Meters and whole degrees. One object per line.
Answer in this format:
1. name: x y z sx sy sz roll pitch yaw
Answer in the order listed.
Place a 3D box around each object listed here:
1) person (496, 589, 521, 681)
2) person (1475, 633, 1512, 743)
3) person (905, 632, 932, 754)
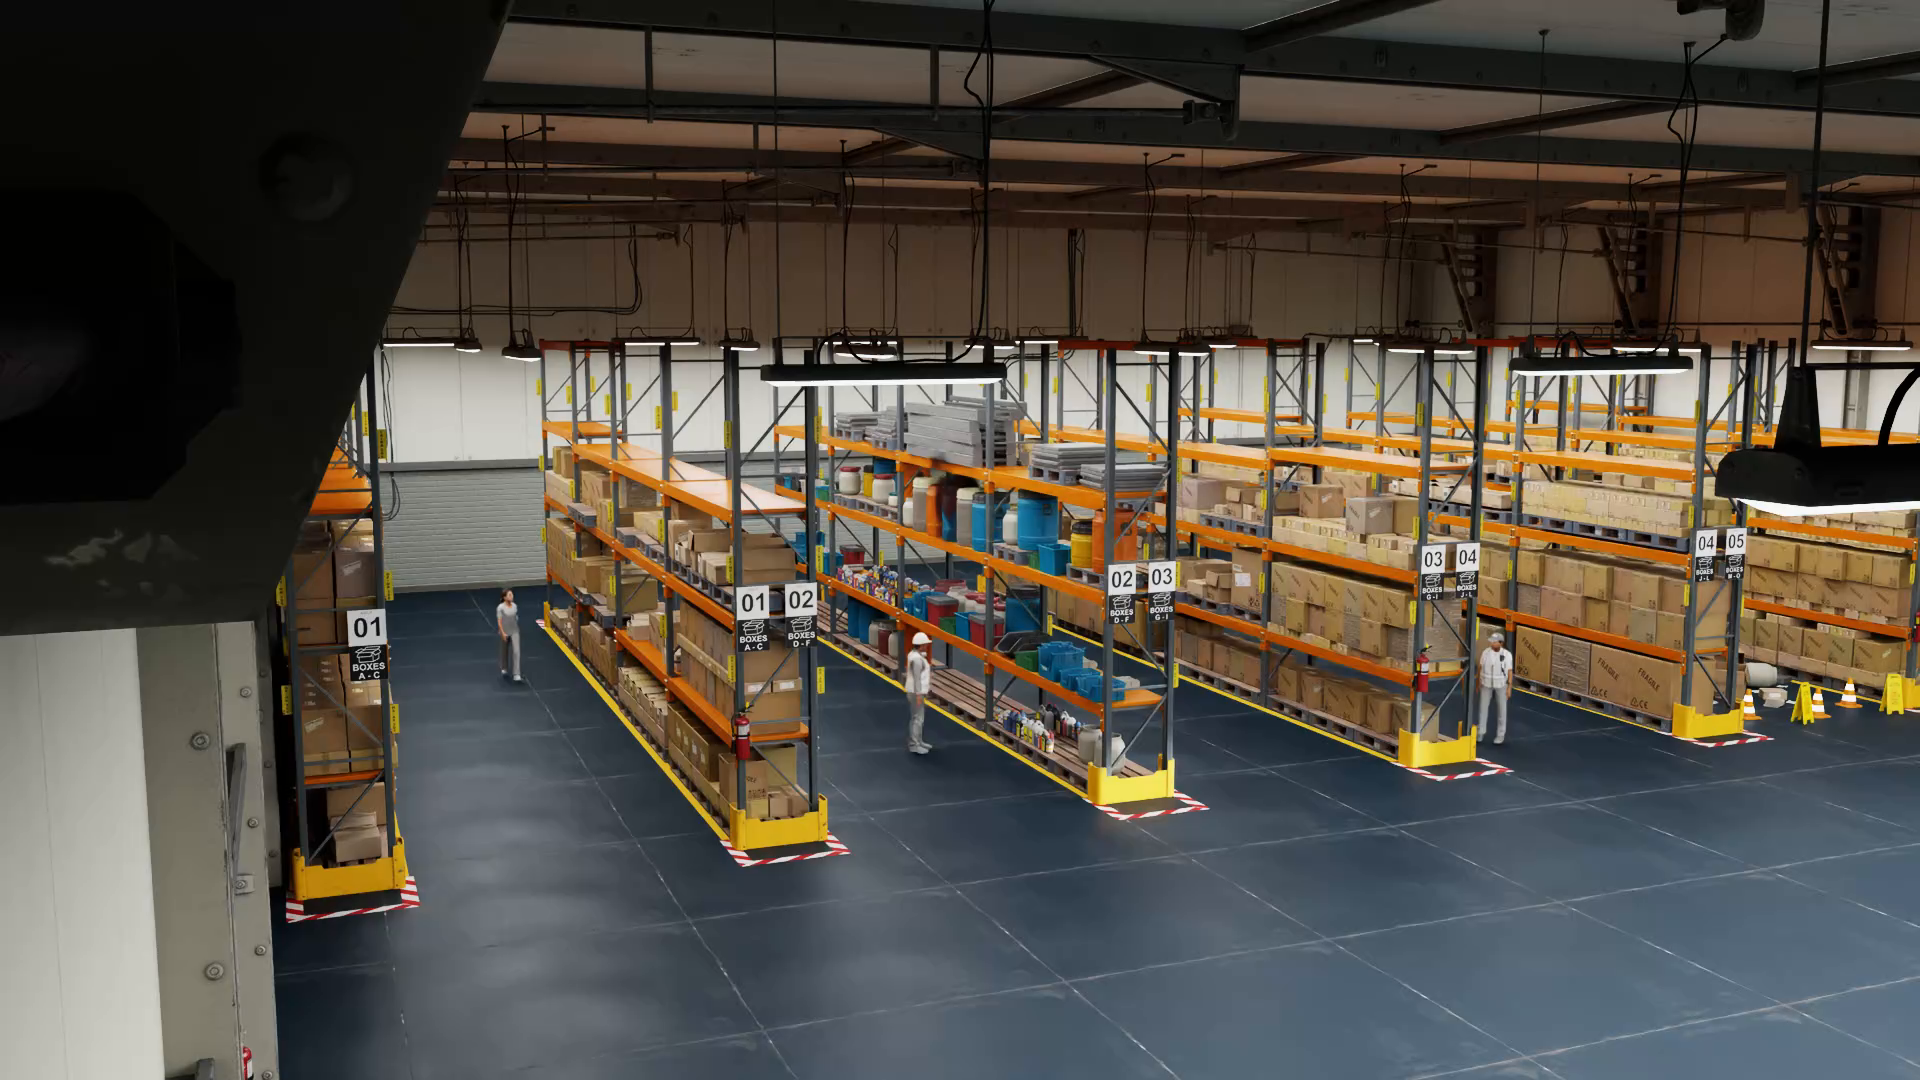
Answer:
1. person: -8.059 1.671 29.663 0.405 1.621 1.030 -3 8 -21
2. person: 8.085 2.226 25.214 0.536 1.664 0.433 3 8 25
3. person: -0.613 2.245 24.569 0.405 1.790 0.569 0 7 -3
